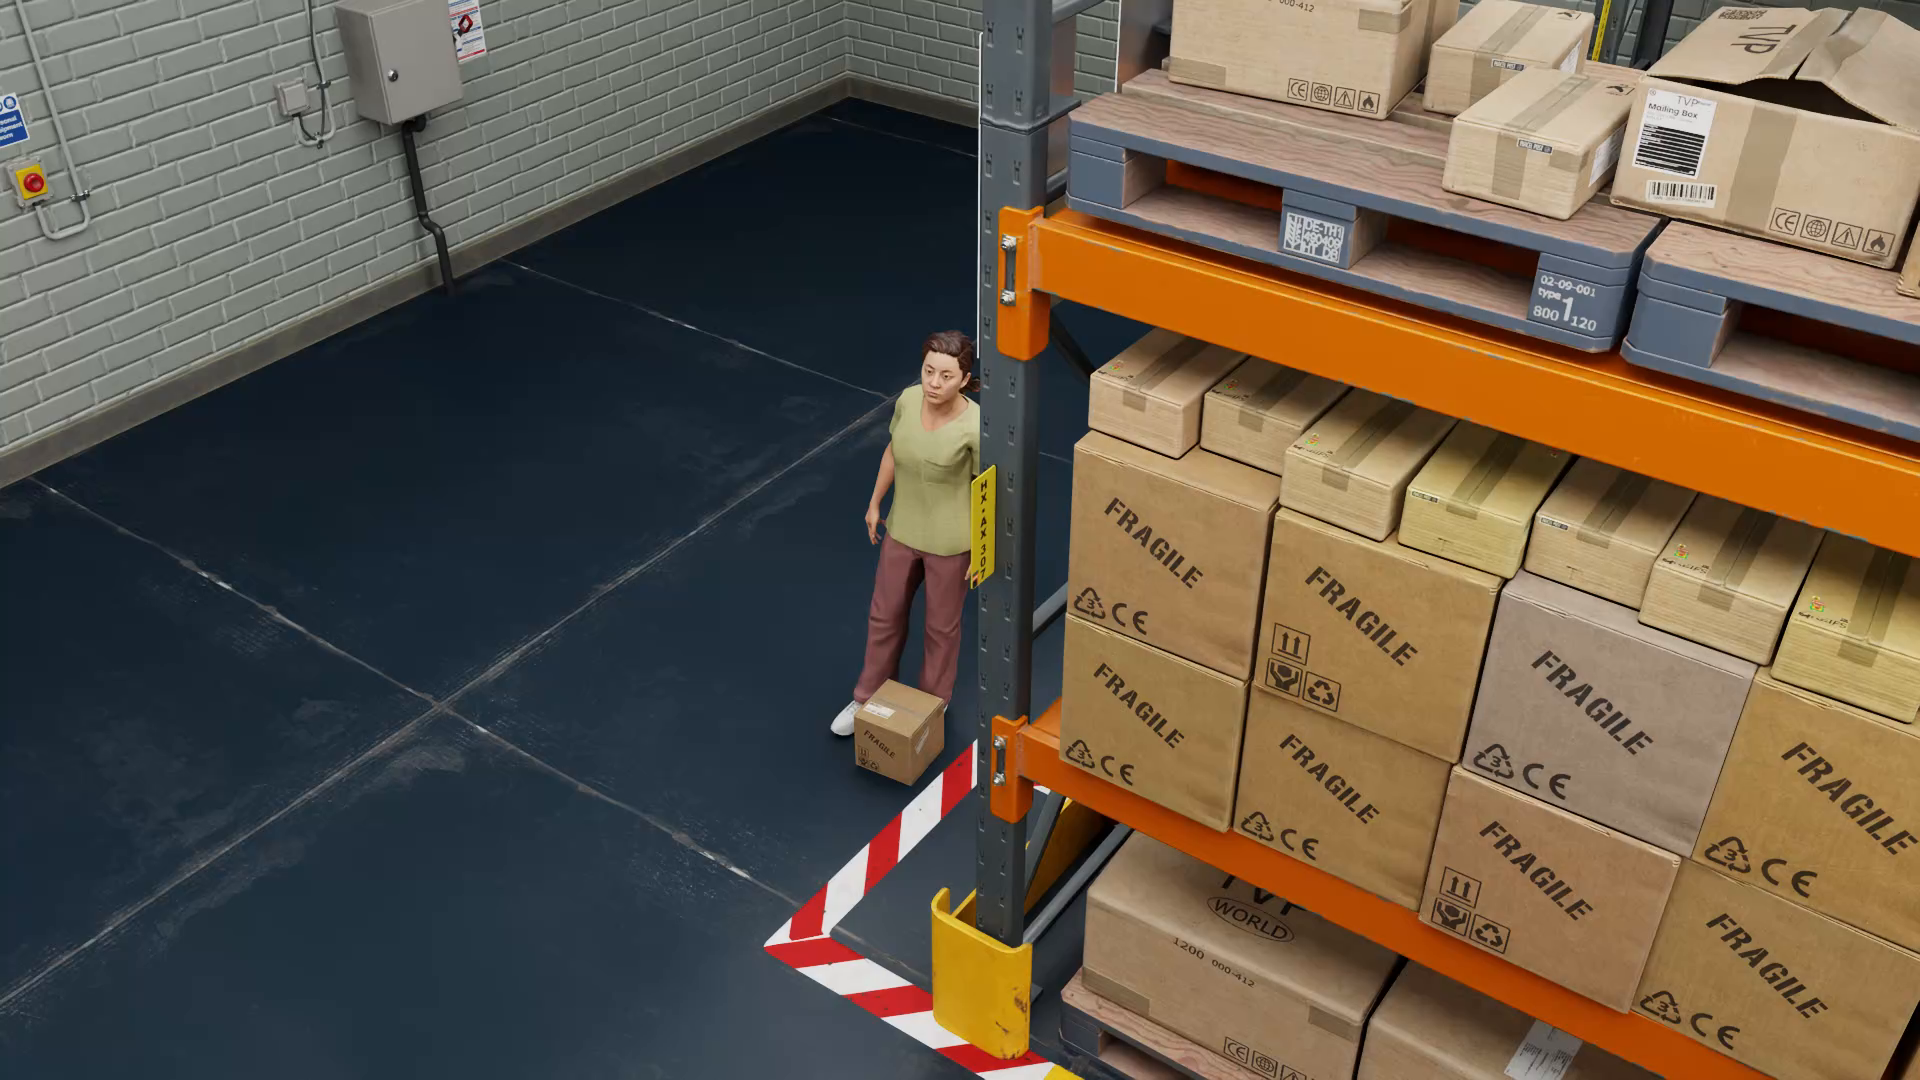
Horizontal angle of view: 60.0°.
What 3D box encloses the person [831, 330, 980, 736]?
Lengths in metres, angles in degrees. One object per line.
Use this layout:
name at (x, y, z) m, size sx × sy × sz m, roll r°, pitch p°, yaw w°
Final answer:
person at (-0.146, 0.025, 6.094) m, size 0.554 × 1.673 × 0.548 m, roll 20°, pitch 39°, yaw 26°
